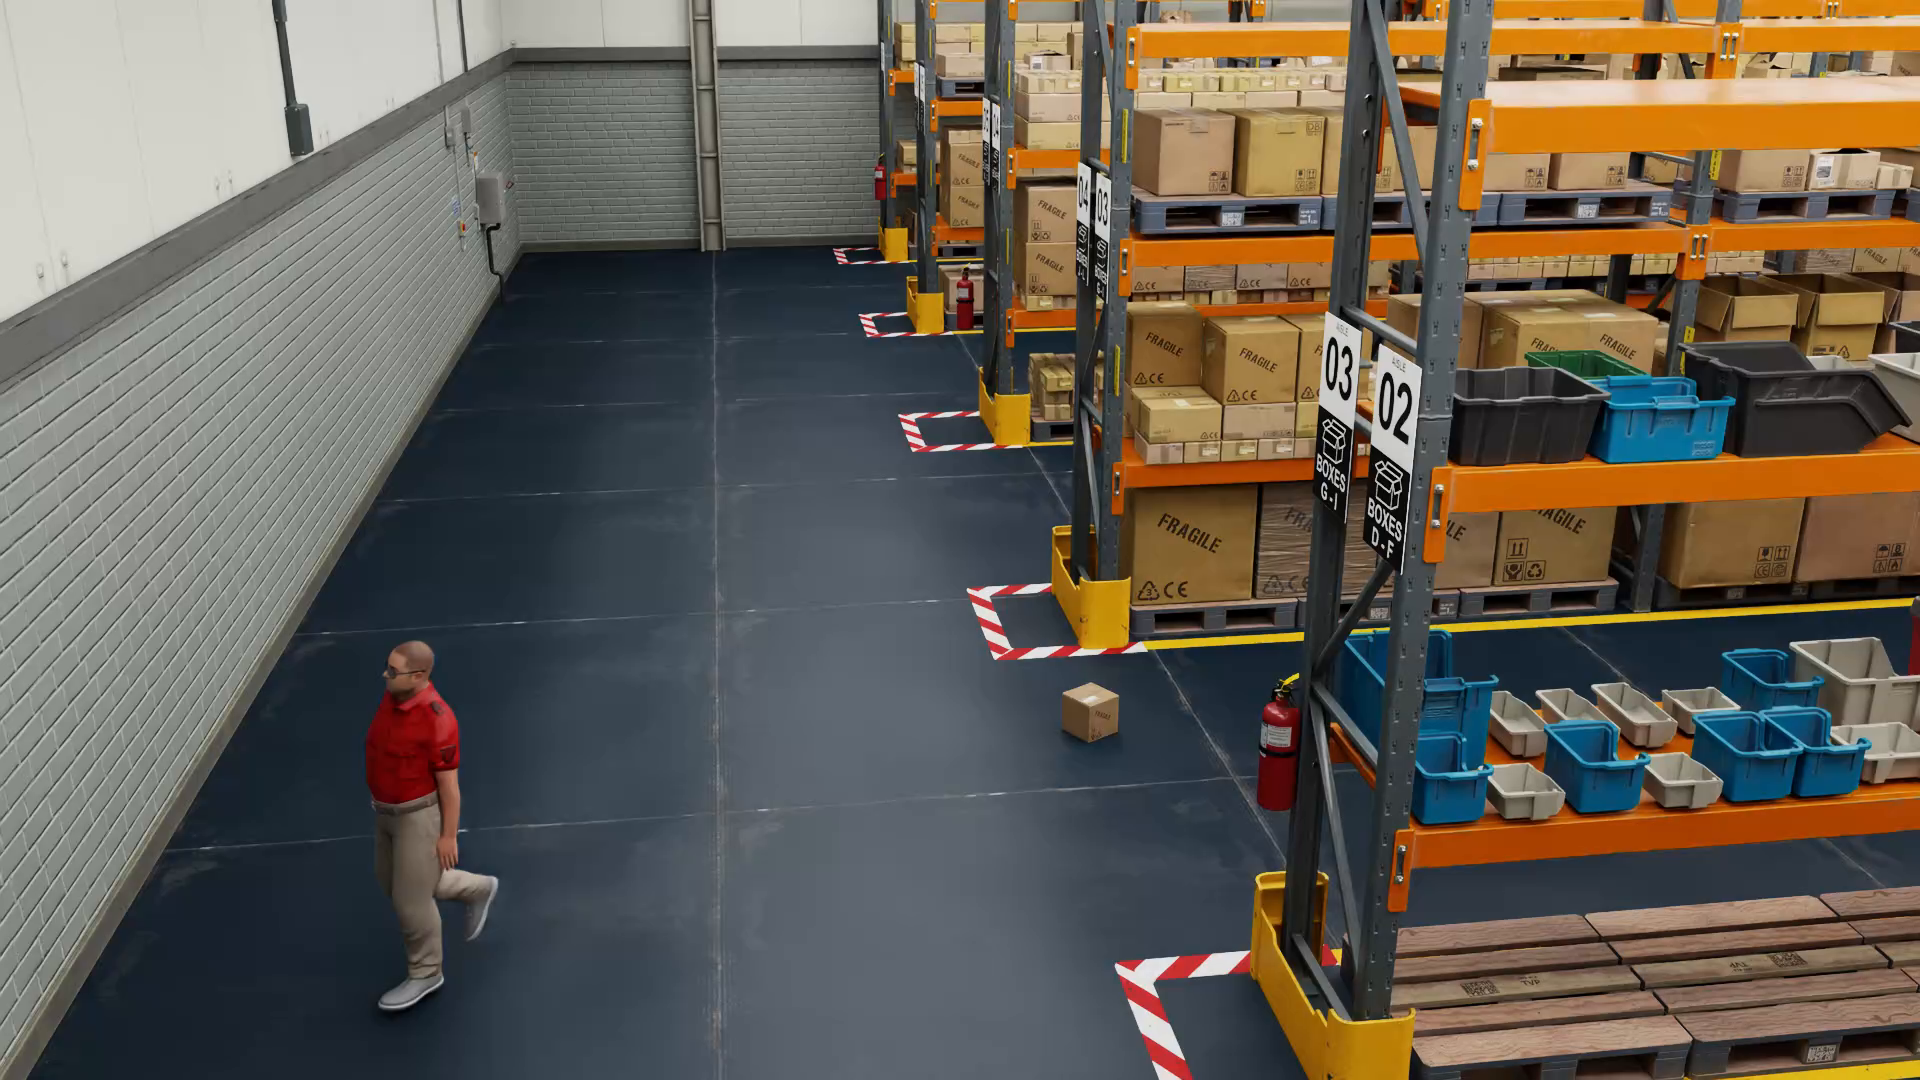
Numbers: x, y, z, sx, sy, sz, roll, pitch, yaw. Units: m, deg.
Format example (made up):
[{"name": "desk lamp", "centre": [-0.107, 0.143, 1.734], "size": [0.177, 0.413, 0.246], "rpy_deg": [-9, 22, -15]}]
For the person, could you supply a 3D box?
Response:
[{"name": "person", "centre": [-2.450, 1.243, 7.601], "size": [0.735, 1.697, 0.551], "rpy_deg": [-18, 27, -41]}]
